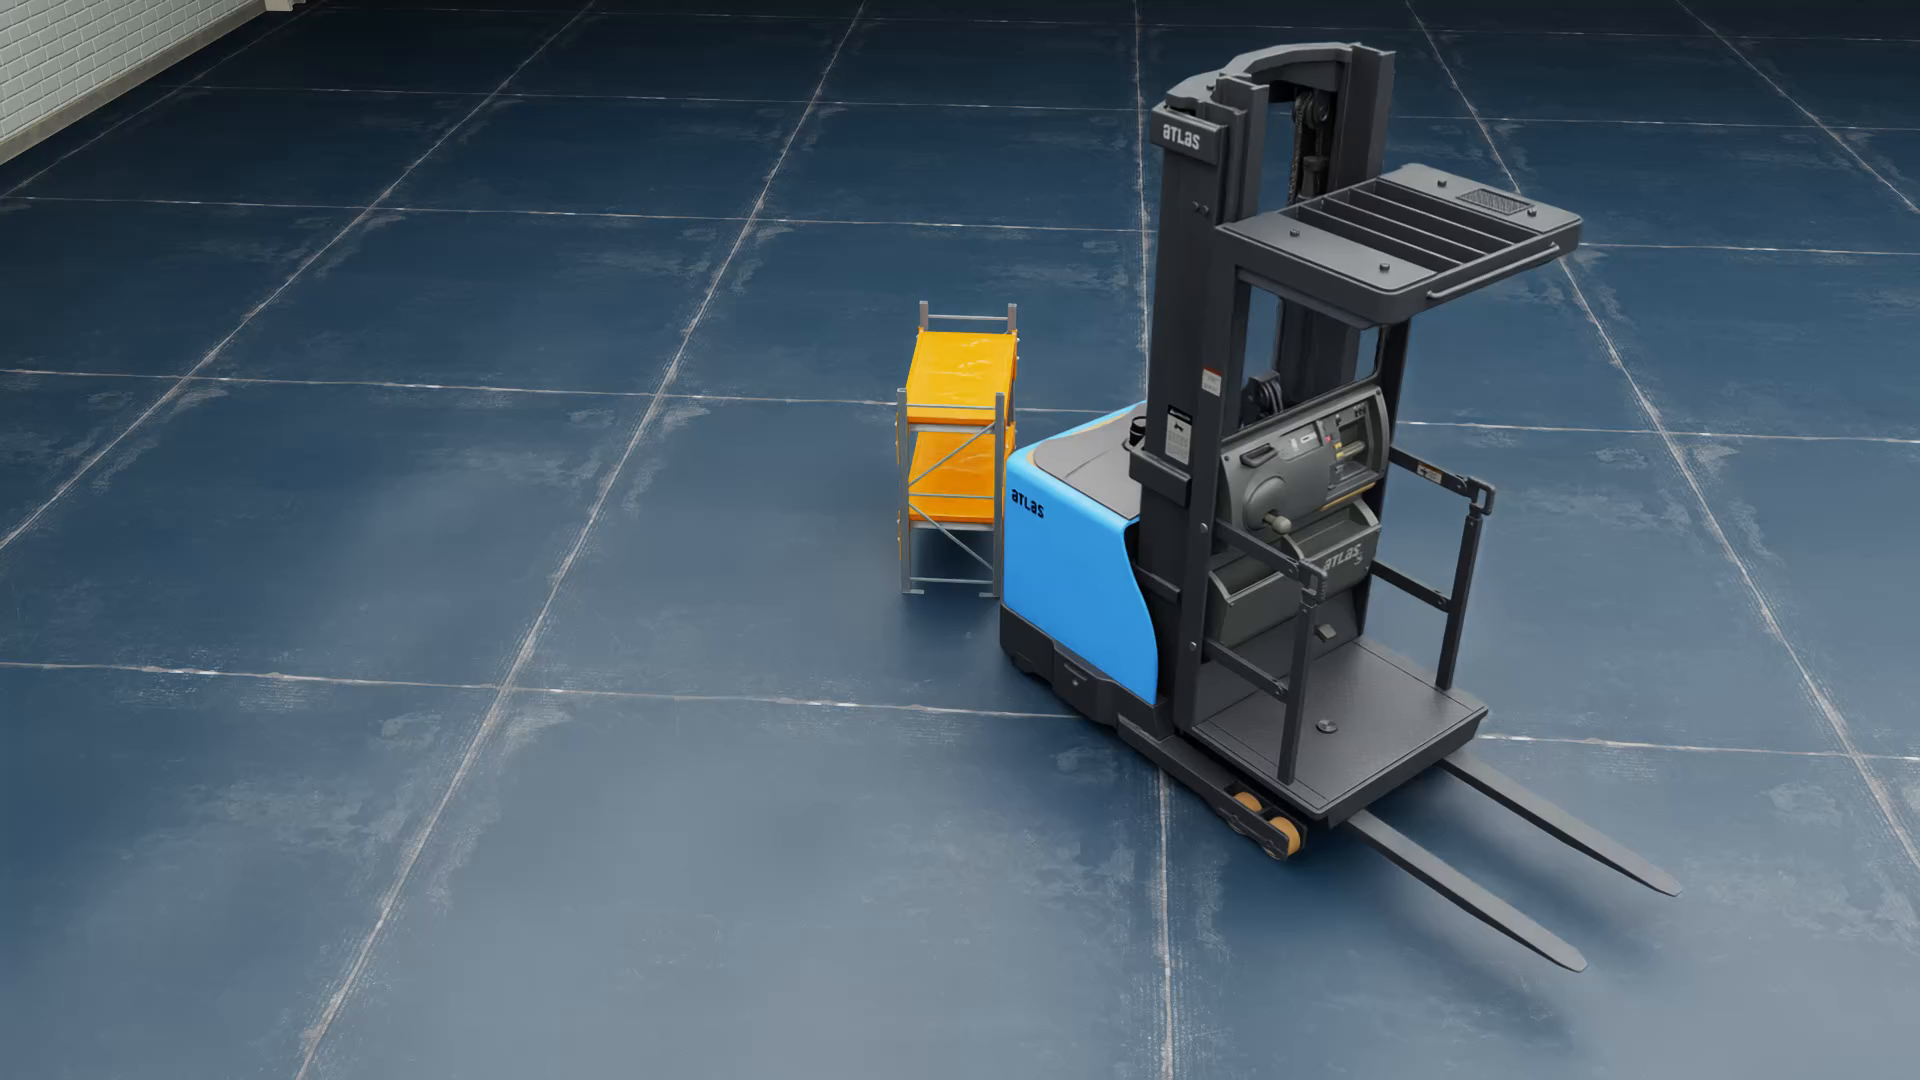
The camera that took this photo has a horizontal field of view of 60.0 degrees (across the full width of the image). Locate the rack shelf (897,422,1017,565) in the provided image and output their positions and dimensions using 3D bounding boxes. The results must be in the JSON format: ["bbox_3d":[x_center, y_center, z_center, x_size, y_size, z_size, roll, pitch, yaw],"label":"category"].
[{"bbox_3d":[-0.001,-0.267,8.577,0.538,0.278,1.000,2,32,4],"label":"rack shelf"}]

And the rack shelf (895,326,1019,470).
[{"bbox_3d":[-0.001,-0.725,8.296,0.538,0.278,1.000,2,32,4],"label":"rack shelf"}]

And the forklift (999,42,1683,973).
[{"bbox_3d":[1.496,-0.265,6.387,1.130,2.935,3.031,-23,38,-32],"label":"forklift"}]

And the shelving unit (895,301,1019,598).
[{"bbox_3d":[-0.001,-0.475,8.449,0.538,1.125,1.048,2,32,4],"label":"shelving unit"}]

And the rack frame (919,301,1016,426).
[{"bbox_3d":[0.041,-0.741,8.880,0.500,1.125,0.032,2,32,4],"label":"rack frame"}]

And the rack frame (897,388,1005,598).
[{"bbox_3d":[-0.042,-0.210,8.018,0.500,1.125,0.032,2,32,4],"label":"rack frame"}]

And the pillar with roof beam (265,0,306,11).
[{"bbox_3d":[-3.125,-9.511,15.606,9.100,9.000,0.400,2,32,4],"label":"pillar with roof beam"}]
